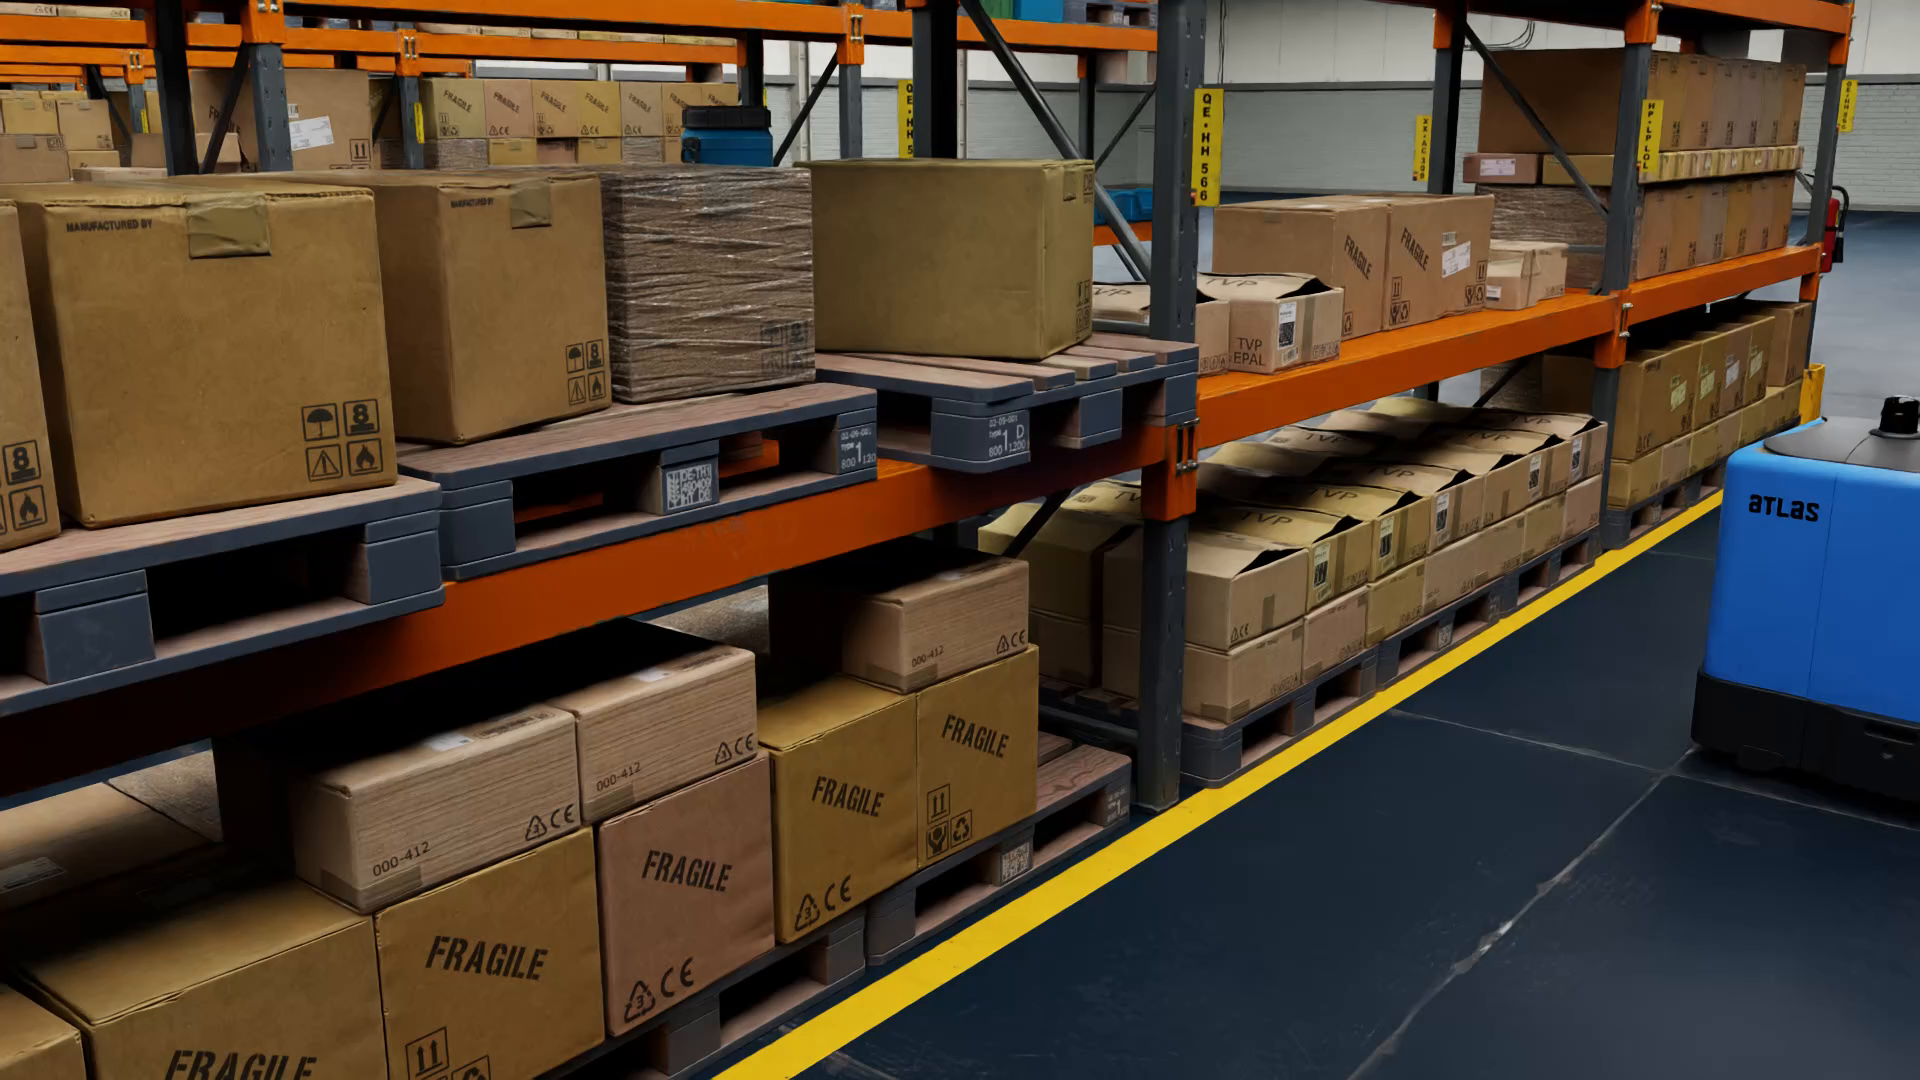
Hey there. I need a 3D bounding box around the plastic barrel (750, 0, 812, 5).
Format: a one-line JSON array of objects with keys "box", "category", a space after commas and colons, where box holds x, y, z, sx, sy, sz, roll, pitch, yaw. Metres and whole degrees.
[{"box": [-1.213, -3.777, 10.289, 0.600, 0.901, 0.708, 11, 18, 38], "category": "plastic barrel"}]

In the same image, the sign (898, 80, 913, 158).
[{"box": [-0.160, -1.325, 5.393, 0.100, 0.325, 0.005, 11, 18, 38], "category": "sign"}]

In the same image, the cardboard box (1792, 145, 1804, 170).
[{"box": [5.210, -2.470, 10.735, 0.380, 0.149, 0.250, 11, 18, 37], "category": "cardboard box"}]

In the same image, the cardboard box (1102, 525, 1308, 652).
[{"box": [0.831, 0.124, 5.634, 0.500, 0.311, 0.500, 12, 19, 39], "category": "cardboard box"}]

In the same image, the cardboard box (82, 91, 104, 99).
[{"box": [-11.246, -5.540, 21.500, 0.700, 0.500, 0.500, 11, 18, 37], "category": "cardboard box"}]

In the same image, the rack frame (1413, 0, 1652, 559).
[{"box": [2.788, -1.444, 8.216, 1.000, 3.000, 0.127, 11, 18, 38], "category": "rack frame"}]

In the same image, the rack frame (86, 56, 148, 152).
[{"box": [-8.709, -3.765, 17.351, 1.000, 3.000, 0.127, 11, 18, 38], "category": "rack frame"}]

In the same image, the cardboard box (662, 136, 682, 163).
[{"box": [-2.989, -3.721, 16.372, 0.875, 0.500, 0.500, 11, 18, 38], "category": "cardboard box"}]

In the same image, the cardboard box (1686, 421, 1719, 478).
[{"box": [3.952, -0.547, 9.415, 0.500, 0.250, 0.500, 11, 18, 38], "category": "cardboard box"}]

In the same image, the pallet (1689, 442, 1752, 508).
[{"box": [4.087, -0.473, 10.057, 1.003, 0.211, 1.213, 11, 18, 38], "category": "pallet"}]

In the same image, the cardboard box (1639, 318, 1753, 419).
[{"box": [4.264, -1.007, 9.701, 0.500, 0.500, 0.500, 11, 18, 38], "category": "cardboard box"}]

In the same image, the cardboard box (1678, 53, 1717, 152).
[{"box": [3.694, -2.400, 9.141, 0.700, 0.500, 0.500, 11, 18, 38], "category": "cardboard box"}]

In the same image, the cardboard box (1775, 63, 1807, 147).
[{"box": [4.965, -2.790, 10.675, 0.700, 0.500, 0.500, 11, 18, 38], "category": "cardboard box"}]

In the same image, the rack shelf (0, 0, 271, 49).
[{"box": [-4.834, -2.168, 6.432, 1.077, 0.370, 4.000, 11, 18, 38], "category": "rack shelf"}]

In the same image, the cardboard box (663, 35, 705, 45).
[{"box": [-2.818, -4.897, 16.021, 0.500, 0.250, 0.500, 11, 18, 38], "category": "cardboard box"}]

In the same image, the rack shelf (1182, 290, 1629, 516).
[{"box": [1.531, -0.713, 6.797, 1.077, 0.370, 4.000, 11, 18, 38], "category": "rack shelf"}]

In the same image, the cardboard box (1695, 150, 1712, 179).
[{"box": [3.914, -2.076, 9.182, 0.380, 0.149, 0.250, 11, 18, 36], "category": "cardboard box"}]

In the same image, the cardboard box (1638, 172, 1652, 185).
[{"box": [3.265, -1.877, 8.398, 0.380, 0.149, 0.250, 12, 18, 38], "category": "cardboard box"}]

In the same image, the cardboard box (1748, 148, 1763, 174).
[{"box": [4.561, -2.273, 9.957, 0.380, 0.149, 0.250, 12, 19, 39], "category": "cardboard box"}]

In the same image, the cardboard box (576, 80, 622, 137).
[{"box": [-3.501, -3.991, 15.404, 0.500, 0.500, 0.500, 11, 18, 38], "category": "cardboard box"}]

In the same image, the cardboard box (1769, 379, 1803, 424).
[{"box": [5.195, -0.933, 10.934, 0.500, 0.250, 0.500, 11, 18, 38], "category": "cardboard box"}]

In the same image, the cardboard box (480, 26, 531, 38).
[{"box": [-4.104, -4.508, 14.488, 0.500, 0.250, 0.500, 11, 18, 37], "category": "cardboard box"}]

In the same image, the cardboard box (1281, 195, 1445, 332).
[{"box": [1.647, -1.151, 6.860, 0.500, 0.500, 0.500, 11, 18, 38], "category": "cardboard box"}]

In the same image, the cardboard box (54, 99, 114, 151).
[{"box": [-9.017, -4.202, 16.838, 0.700, 0.500, 0.500, 11, 18, 37], "category": "cardboard box"}]

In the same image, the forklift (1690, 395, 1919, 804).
[{"box": [3.905, -0.505, 4.658, 3.031, 2.935, 1.130, 13, 19, 42], "category": "forklift"}]

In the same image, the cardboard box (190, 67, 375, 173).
[{"box": [-5.523, -3.342, 13.614, 1.000, 1.000, 1.000, 11, 18, 38], "category": "cardboard box"}]

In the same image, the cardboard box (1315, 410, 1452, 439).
[{"box": [2.016, -0.451, 7.900, 0.500, 0.311, 0.500, 11, 18, 37], "category": "cardboard box"}]

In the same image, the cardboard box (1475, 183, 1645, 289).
[{"box": [3.062, -1.579, 8.542, 0.700, 0.500, 0.500, 11, 18, 36], "category": "cardboard box"}]

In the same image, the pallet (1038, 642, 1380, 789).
[{"box": [0.822, 0.522, 6.141, 1.003, 0.211, 1.213, 11, 18, 38], "category": "pallet"}]

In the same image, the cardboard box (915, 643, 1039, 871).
[{"box": [-0.131, 0.536, 4.606, 0.500, 0.500, 0.500, 12, 19, 40], "category": "cardboard box"}]

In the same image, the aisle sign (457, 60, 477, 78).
[{"box": [-5.917, -5.758, 19.917, 0.394, 0.787, 0.004, 11, 18, 38], "category": "aisle sign"}]

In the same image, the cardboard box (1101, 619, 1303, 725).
[{"box": [0.831, 0.396, 5.703, 0.500, 0.250, 0.500, 11, 18, 37], "category": "cardboard box"}]

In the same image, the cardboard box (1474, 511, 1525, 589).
[{"box": [2.112, 0.004, 7.247, 0.500, 0.250, 0.500, 12, 18, 39], "category": "cardboard box"}]

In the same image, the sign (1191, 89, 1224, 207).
[{"box": [0.702, -1.119, 4.744, 0.100, 0.325, 0.005, 11, 18, 38], "category": "sign"}]

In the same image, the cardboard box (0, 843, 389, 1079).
[{"box": [-1.420, 0.927, 3.064, 0.500, 0.500, 0.500, 12, 18, 38], "category": "cardboard box"}]

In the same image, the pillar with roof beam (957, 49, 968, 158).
[{"box": [3.322, -12.889, 41.082, 9.100, 9.000, 0.400, 11, 18, 38], "category": "pillar with roof beam"}]

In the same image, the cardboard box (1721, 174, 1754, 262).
[{"box": [4.356, -1.976, 10.105, 0.700, 0.500, 0.500, 11, 18, 38], "category": "cardboard box"}]

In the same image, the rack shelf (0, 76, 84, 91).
[{"box": [-15.229, -6.767, 24.538, 1.077, 0.370, 4.000, 11, 18, 38], "category": "rack shelf"}]

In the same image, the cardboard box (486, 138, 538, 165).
[{"box": [-4.242, -3.337, 14.861, 0.875, 0.500, 0.500, 11, 18, 38], "category": "cardboard box"}]

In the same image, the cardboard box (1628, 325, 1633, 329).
[{"box": [3.544, -0.991, 9.642, 0.500, 0.500, 0.500, 11, 18, 38], "category": "cardboard box"}]

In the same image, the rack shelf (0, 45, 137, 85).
[{"box": [-9.966, -4.487, 15.562, 1.077, 0.370, 4.000, 11, 18, 38], "category": "rack shelf"}]

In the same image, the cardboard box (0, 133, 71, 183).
[{"box": [-6.848, -2.696, 12.087, 0.500, 0.500, 0.700, -13, 19, -41], "category": "cardboard box"}]

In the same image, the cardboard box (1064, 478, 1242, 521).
[{"box": [0.733, -0.060, 6.359, 0.500, 0.311, 0.500, 11, 18, 37], "category": "cardboard box"}]

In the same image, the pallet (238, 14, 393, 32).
[{"box": [-5.386, -4.239, 13.507, 1.213, 0.211, 1.003, 11, 18, 38], "category": "pallet"}]

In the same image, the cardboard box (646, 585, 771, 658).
[{"box": [-0.559, 0.464, 4.887, 0.500, 0.500, 0.500, 10, 18, 36], "category": "cardboard box"}]

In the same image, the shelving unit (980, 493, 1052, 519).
[{"box": [-0.004, -0.544, 8.479, 0.538, 1.125, 1.048, 11, 18, 38], "category": "shelving unit"}]

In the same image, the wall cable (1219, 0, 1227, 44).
[{"box": [8.729, -15.588, 47.755, 3.097, 2.526, 0.112, 11, 18, 38], "category": "wall cable"}]

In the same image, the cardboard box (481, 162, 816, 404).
[{"box": [-0.758, -0.647, 4.020, 0.500, 0.500, 0.700, -12, 18, -39], "category": "cardboard box"}]

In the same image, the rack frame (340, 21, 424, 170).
[{"box": [-4.915, -2.978, 14.253, 1.000, 3.000, 0.127, 11, 18, 38], "category": "rack frame"}]

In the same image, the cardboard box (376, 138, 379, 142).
[{"box": [-7.190, -4.856, 19.148, 0.875, 0.550, 0.550, 11, 18, 38], "category": "cardboard box"}]

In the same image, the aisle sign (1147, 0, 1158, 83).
[{"box": [1.728, -4.205, 13.805, 0.394, 0.787, 0.004, 11, 18, 38], "category": "aisle sign"}]

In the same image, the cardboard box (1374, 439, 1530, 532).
[{"box": [2.119, -0.269, 7.183, 0.500, 0.311, 0.500, 11, 18, 37], "category": "cardboard box"}]

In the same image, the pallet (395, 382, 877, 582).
[{"box": [-0.945, -0.212, 3.755, 1.003, 0.211, 1.213, 11, 18, 38], "category": "pallet"}]

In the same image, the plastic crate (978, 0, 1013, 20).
[{"box": [0.141, -3.823, 11.916, 0.336, 0.188, 0.450, 11, 18, 38], "category": "plastic crate"}]

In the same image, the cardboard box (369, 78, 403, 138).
[{"box": [-4.846, -3.784, 14.588, 0.500, 0.500, 0.500, 11, 18, 38], "category": "cardboard box"}]
